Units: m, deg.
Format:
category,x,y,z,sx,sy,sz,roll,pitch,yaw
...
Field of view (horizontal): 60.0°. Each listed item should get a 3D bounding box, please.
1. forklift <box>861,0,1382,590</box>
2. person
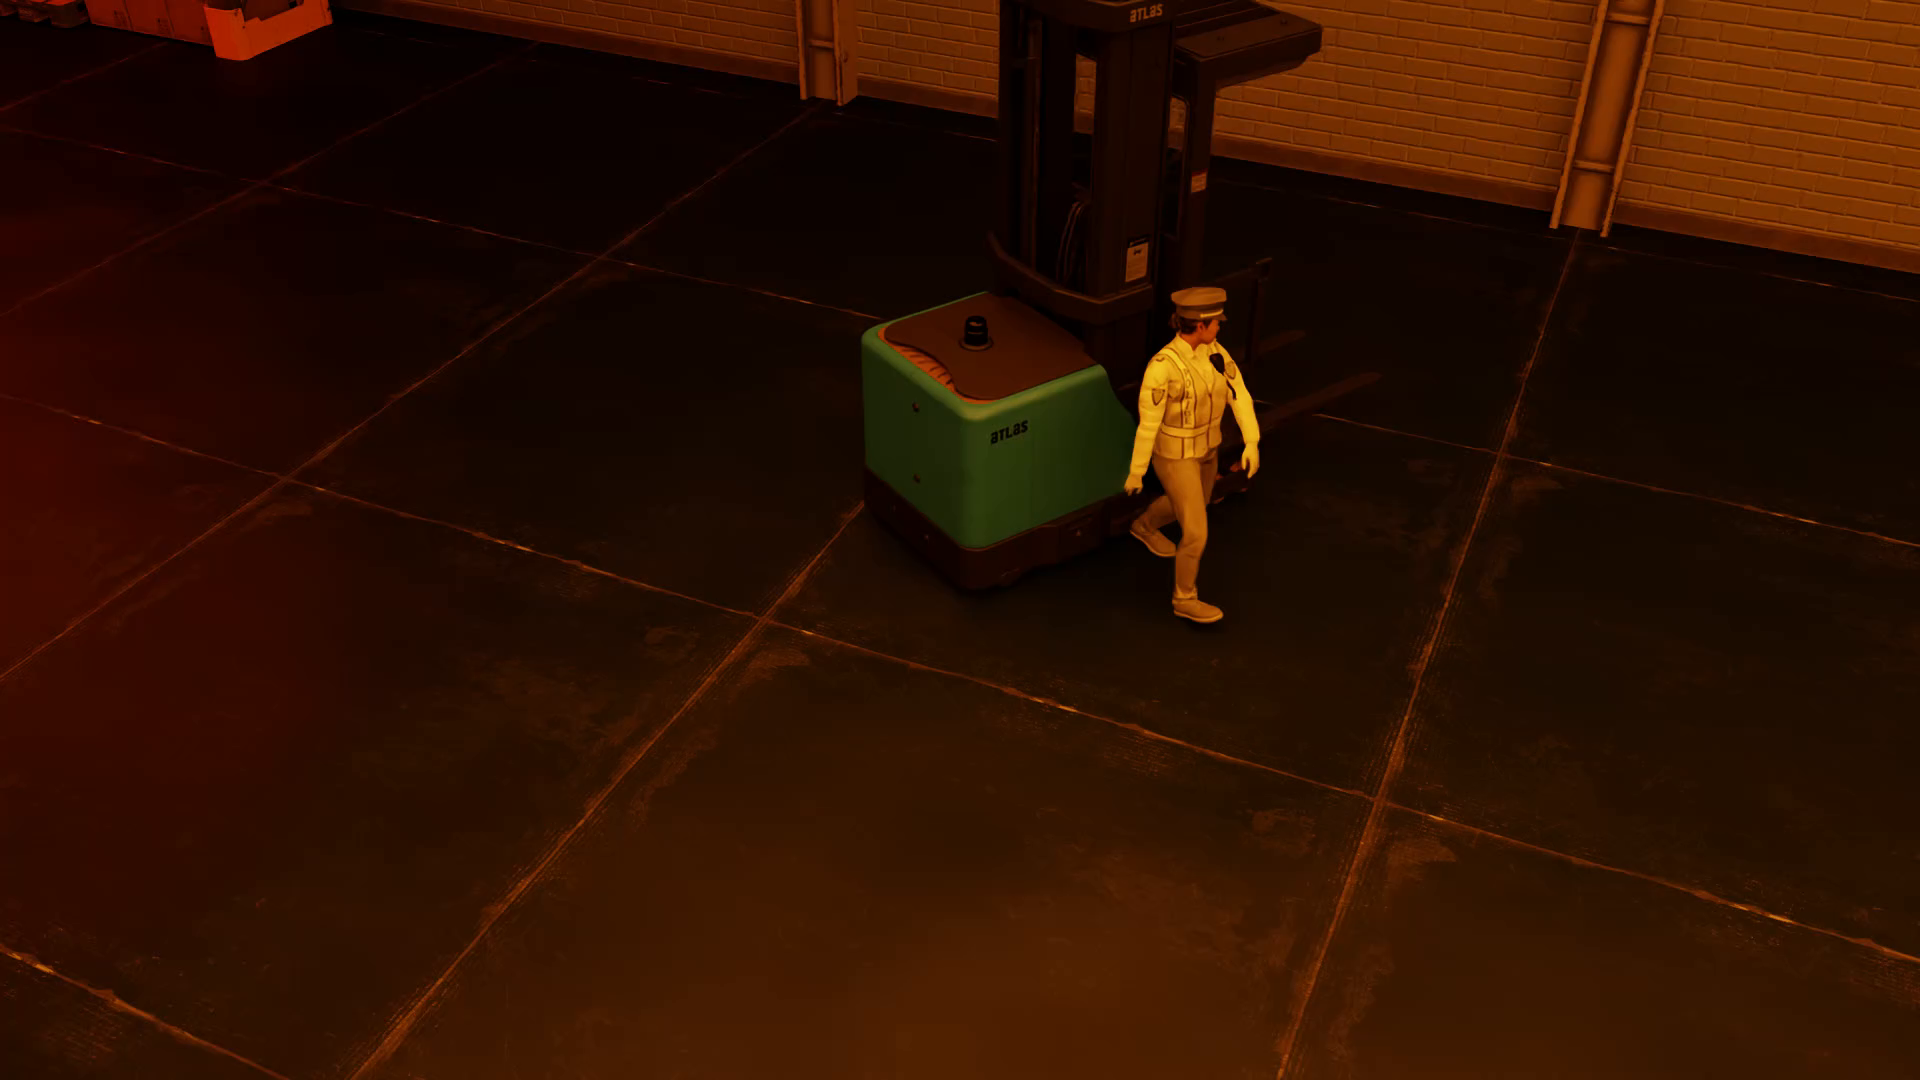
category,x,y,z,sx,sy,sz,roll,pitch,yaw
forklift,0.995,-1.616,8.352,3.031,2.935,1.130,-22,41,-28
person,1.041,-0.404,7.827,0.802,1.582,0.614,27,43,32
